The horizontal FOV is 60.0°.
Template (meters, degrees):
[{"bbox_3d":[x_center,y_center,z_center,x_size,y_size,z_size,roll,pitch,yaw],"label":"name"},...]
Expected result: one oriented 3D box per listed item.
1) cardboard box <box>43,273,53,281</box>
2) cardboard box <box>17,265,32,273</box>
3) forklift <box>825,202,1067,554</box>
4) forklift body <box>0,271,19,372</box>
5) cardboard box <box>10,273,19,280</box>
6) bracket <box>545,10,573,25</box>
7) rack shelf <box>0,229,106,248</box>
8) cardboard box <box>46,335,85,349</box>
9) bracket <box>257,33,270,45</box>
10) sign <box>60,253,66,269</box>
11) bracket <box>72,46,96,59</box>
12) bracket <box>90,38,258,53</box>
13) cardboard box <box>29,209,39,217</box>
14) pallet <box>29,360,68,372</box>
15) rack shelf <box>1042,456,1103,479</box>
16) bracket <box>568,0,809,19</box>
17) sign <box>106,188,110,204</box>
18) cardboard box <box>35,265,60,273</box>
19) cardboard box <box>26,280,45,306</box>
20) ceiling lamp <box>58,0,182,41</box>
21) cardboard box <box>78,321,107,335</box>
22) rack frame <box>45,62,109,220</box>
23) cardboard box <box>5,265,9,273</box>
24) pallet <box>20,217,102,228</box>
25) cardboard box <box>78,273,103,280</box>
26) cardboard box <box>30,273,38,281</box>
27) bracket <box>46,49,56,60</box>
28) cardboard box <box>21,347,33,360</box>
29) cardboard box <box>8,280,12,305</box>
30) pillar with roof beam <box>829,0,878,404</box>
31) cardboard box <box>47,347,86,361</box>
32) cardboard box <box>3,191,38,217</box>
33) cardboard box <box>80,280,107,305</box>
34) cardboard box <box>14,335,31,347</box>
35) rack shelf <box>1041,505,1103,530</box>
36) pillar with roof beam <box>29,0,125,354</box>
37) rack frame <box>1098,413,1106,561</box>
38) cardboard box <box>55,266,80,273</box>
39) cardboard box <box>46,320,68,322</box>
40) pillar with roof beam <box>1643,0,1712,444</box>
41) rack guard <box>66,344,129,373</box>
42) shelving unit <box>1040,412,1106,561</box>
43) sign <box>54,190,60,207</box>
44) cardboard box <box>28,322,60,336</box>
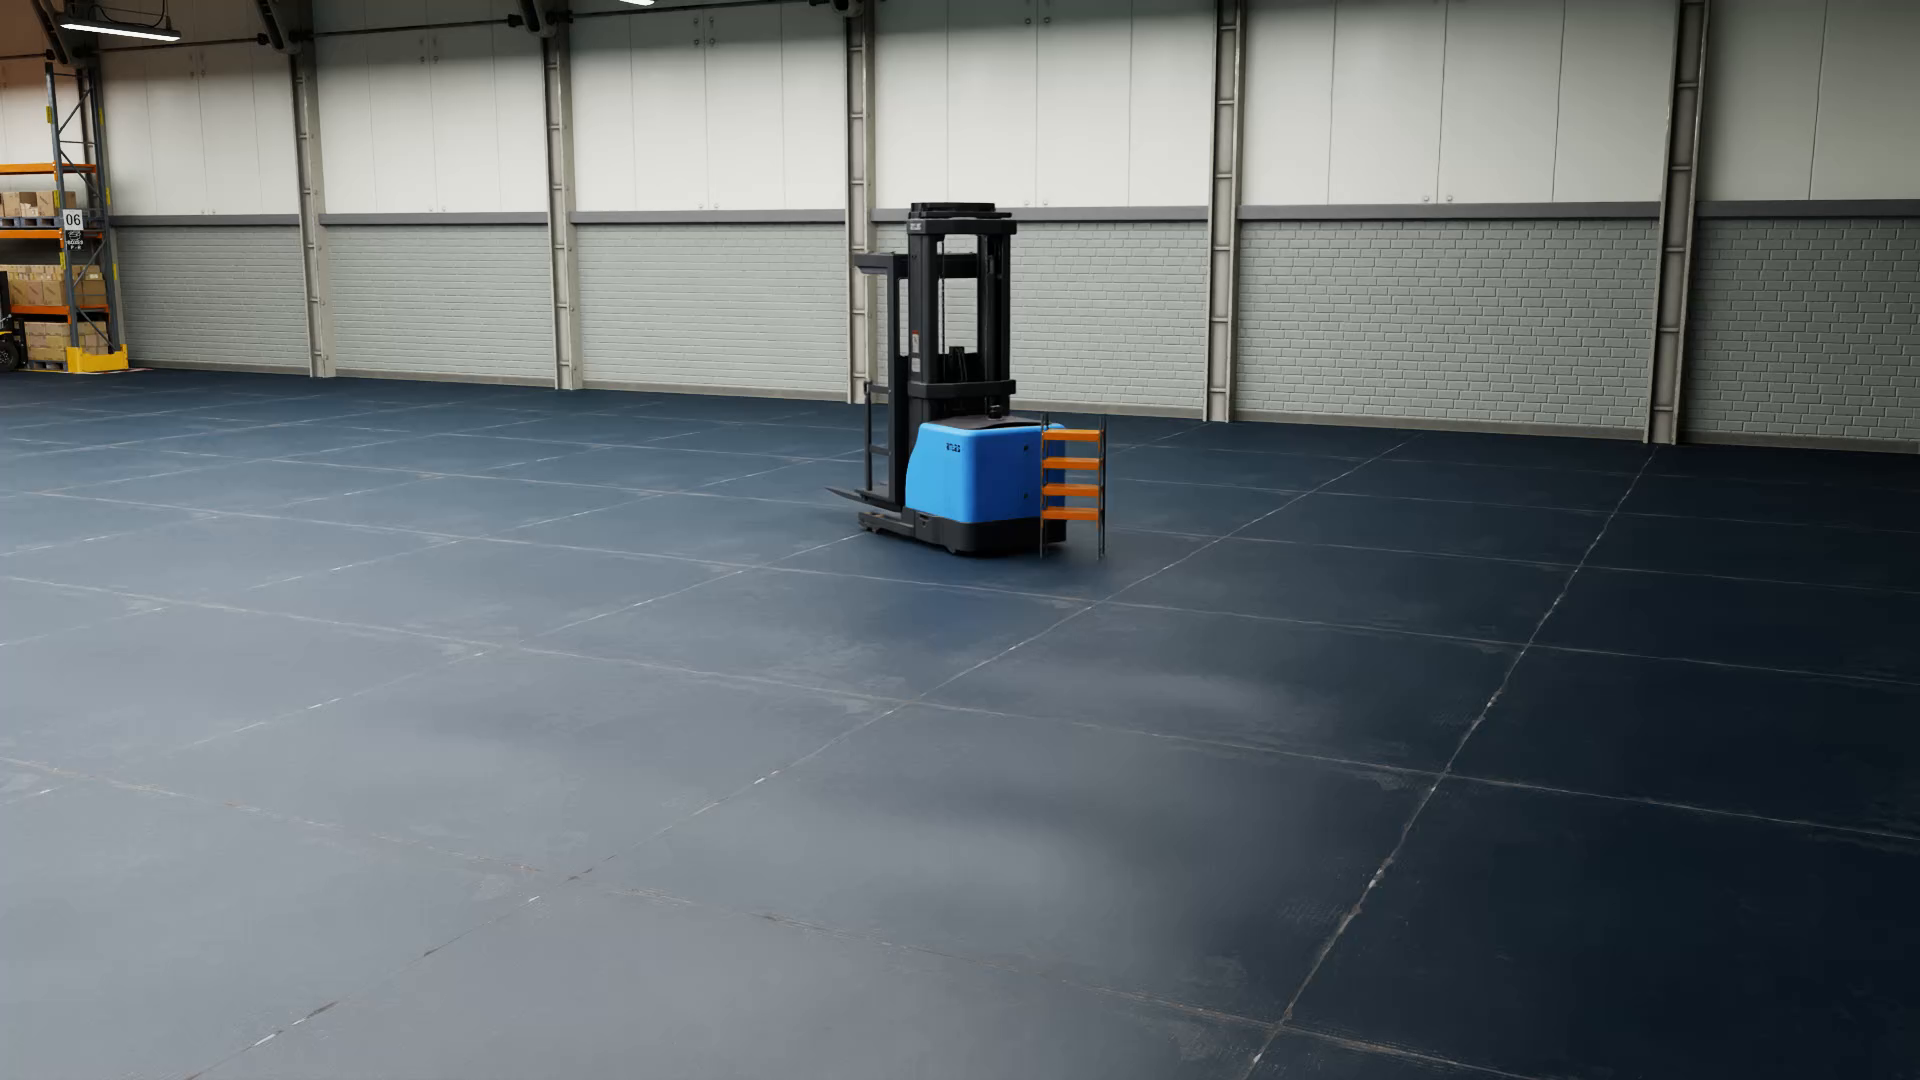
[{"bbox_3d":[-18.174,-5.287,33.415,0.250,0.149,0.380,5,12,27],"label":"cardboard box"},{"bbox_3d":[-18.866,-5.495,33.730,0.250,0.149,0.380,5,12,27],"label":"cardboard box"},{"bbox_3d":[-0.273,-1.548,15.051,1.130,2.935,3.031,-6,12,-30],"label":"forklift"},{"bbox_3d":[-20.005,-4.361,32.785,1.214,2.155,2.313,5,11,26],"label":"forklift body"},{"bbox_3d":[-19.093,-5.368,33.867,0.250,0.149,0.380,5,11,26],"label":"cardboard box"},{"bbox_3d":[-6.746,-8.807,28.018,0.430,0.232,0.235,5,11,26],"label":"bracket"},{"bbox_3d":[-19.290,-6.200,34.161,4.000,0.370,1.077,5,11,26],"label":"rack shelf"},{"bbox_3d":[-18.072,-4.008,33.592,0.500,0.250,0.500,5,11,25],"label":"cardboard box"},{"bbox_3d":[-12.871,-9.345,30.992,0.430,0.232,0.235,5,11,26],"label":"bracket"},{"bbox_3d":[-17.749,-5.521,32.896,0.005,0.325,0.100,5,11,26],"label":"sign"},{"bbox_3d":[-17.507,-9.753,33.243,0.430,0.232,0.235,5,11,26],"label":"bracket"},{"bbox_3d":[-15.182,-9.549,32.114,4.783,0.066,0.076,5,11,26],"label":"bracket"},{"bbox_3d":[-18.374,-6.545,33.295,0.250,0.149,0.380,5,11,24],"label":"cardboard box"},{"bbox_3d":[-18.201,-3.602,34.038,1.213,0.211,1.003,5,11,26],"label":"pallet"},{"bbox_3d":[0.941,-0.605,13.823,0.480,0.148,0.258,3,11,14],"label":"rack shelf"},{"bbox_3d":[-4.420,-8.603,26.889,4.783,0.066,0.076,5,11,26],"label":"bracket"},{"bbox_3d":[-17.246,-6.953,33.628,0.005,0.325,0.100,5,11,26],"label":"sign"},{"bbox_3d":[-18.393,-5.460,33.540,0.250,0.149,0.380,5,12,27],"label":"cardboard box"},{"bbox_3d":[-18.516,-5.009,33.701,0.500,0.500,0.500,5,12,28],"label":"cardboard box"},{"bbox_3d":[-13.120,-9.596,26.092,0.800,3.185,2.000,5,11,26],"label":"ceiling lamp"},{"bbox_3d":[-17.844,-4.334,33.988,0.500,0.250,0.500,5,11,25],"label":"cardboard box"},{"bbox_3d":[-17.497,-7.872,32.959,0.127,3.000,1.000,5,11,26],"label":"rack frame"},{"bbox_3d":[-19.290,-5.549,34.033,0.250,0.149,0.380,5,11,27],"label":"cardboard box"},{"bbox_3d":[-18.120,-6.413,33.565,1.213,0.211,1.003,5,11,26],"label":"pallet"},{"bbox_3d":[-17.686,-5.357,33.803,0.250,0.149,0.380,5,11,24],"label":"cardboard box"},{"bbox_3d":[-18.597,-5.338,33.700,0.250,0.149,0.380,5,11,25],"label":"cardboard box"},{"bbox_3d":[-18.252,-9.818,33.604,0.430,0.232,0.235,5,11,26],"label":"bracket"},{"bbox_3d":[-18.944,-3.842,34.077,0.500,0.250,0.500,5,11,26],"label":"cardboard box"},{"bbox_3d":[-19.431,-5.087,34.133,0.500,0.500,0.500,5,11,26],"label":"cardboard box"},{"bbox_3d":[-3.485,-5.965,22.422,0.548,9.000,9.100,5,11,26],"label":"pillar with roof beam"},{"bbox_3d":[-18.058,-3.760,33.627,0.500,0.250,0.500,5,11,26],"label":"cardboard box"},{"bbox_3d":[-18.876,-6.794,33.683,0.500,0.500,0.700,5,11,26],"label":"cardboard box"},{"bbox_3d":[-17.818,-5.053,33.945,0.500,0.500,0.500,5,12,28],"label":"cardboard box"},{"bbox_3d":[-18.989,-4.087,34.026,0.500,0.250,0.500,5,11,25],"label":"cardboard box"},{"bbox_3d":[0.942,-0.190,13.900,0.480,0.148,0.258,3,11,14],"label":"rack shelf"},{"bbox_3d":[-19.627,-7.384,30.259,0.548,9.000,9.100,5,11,26],"label":"pillar with roof beam"},{"bbox_3d":[1.178,-0.441,13.792,0.015,1.200,0.240,3,11,14],"label":"rack frame"},{"bbox_3d":[-17.911,-5.430,33.370,0.250,0.149,0.380,5,11,26],"label":"cardboard box"},{"bbox_3d":[-18.738,-4.414,34.430,0.500,0.250,0.500,5,11,25],"label":"cardboard box"},{"bbox_3d":[7.276,-5.020,17.197,0.400,9.000,9.100,5,11,26],"label":"pillar with roof beam"},{"bbox_3d":[-17.475,-3.688,33.706,0.348,0.500,1.175,5,11,26],"label":"rack guard"},{"bbox_3d":[0.941,-0.451,13.851,0.503,1.200,0.258,3,11,14],"label":"shelving unit"},{"bbox_3d":[-17.749,-6.707,32.682,0.005,0.325,0.100,5,11,26],"label":"sign"},{"bbox_3d":[-18.508,-4.292,33.754,0.500,0.250,0.500,5,12,27],"label":"cardboard box"}]
